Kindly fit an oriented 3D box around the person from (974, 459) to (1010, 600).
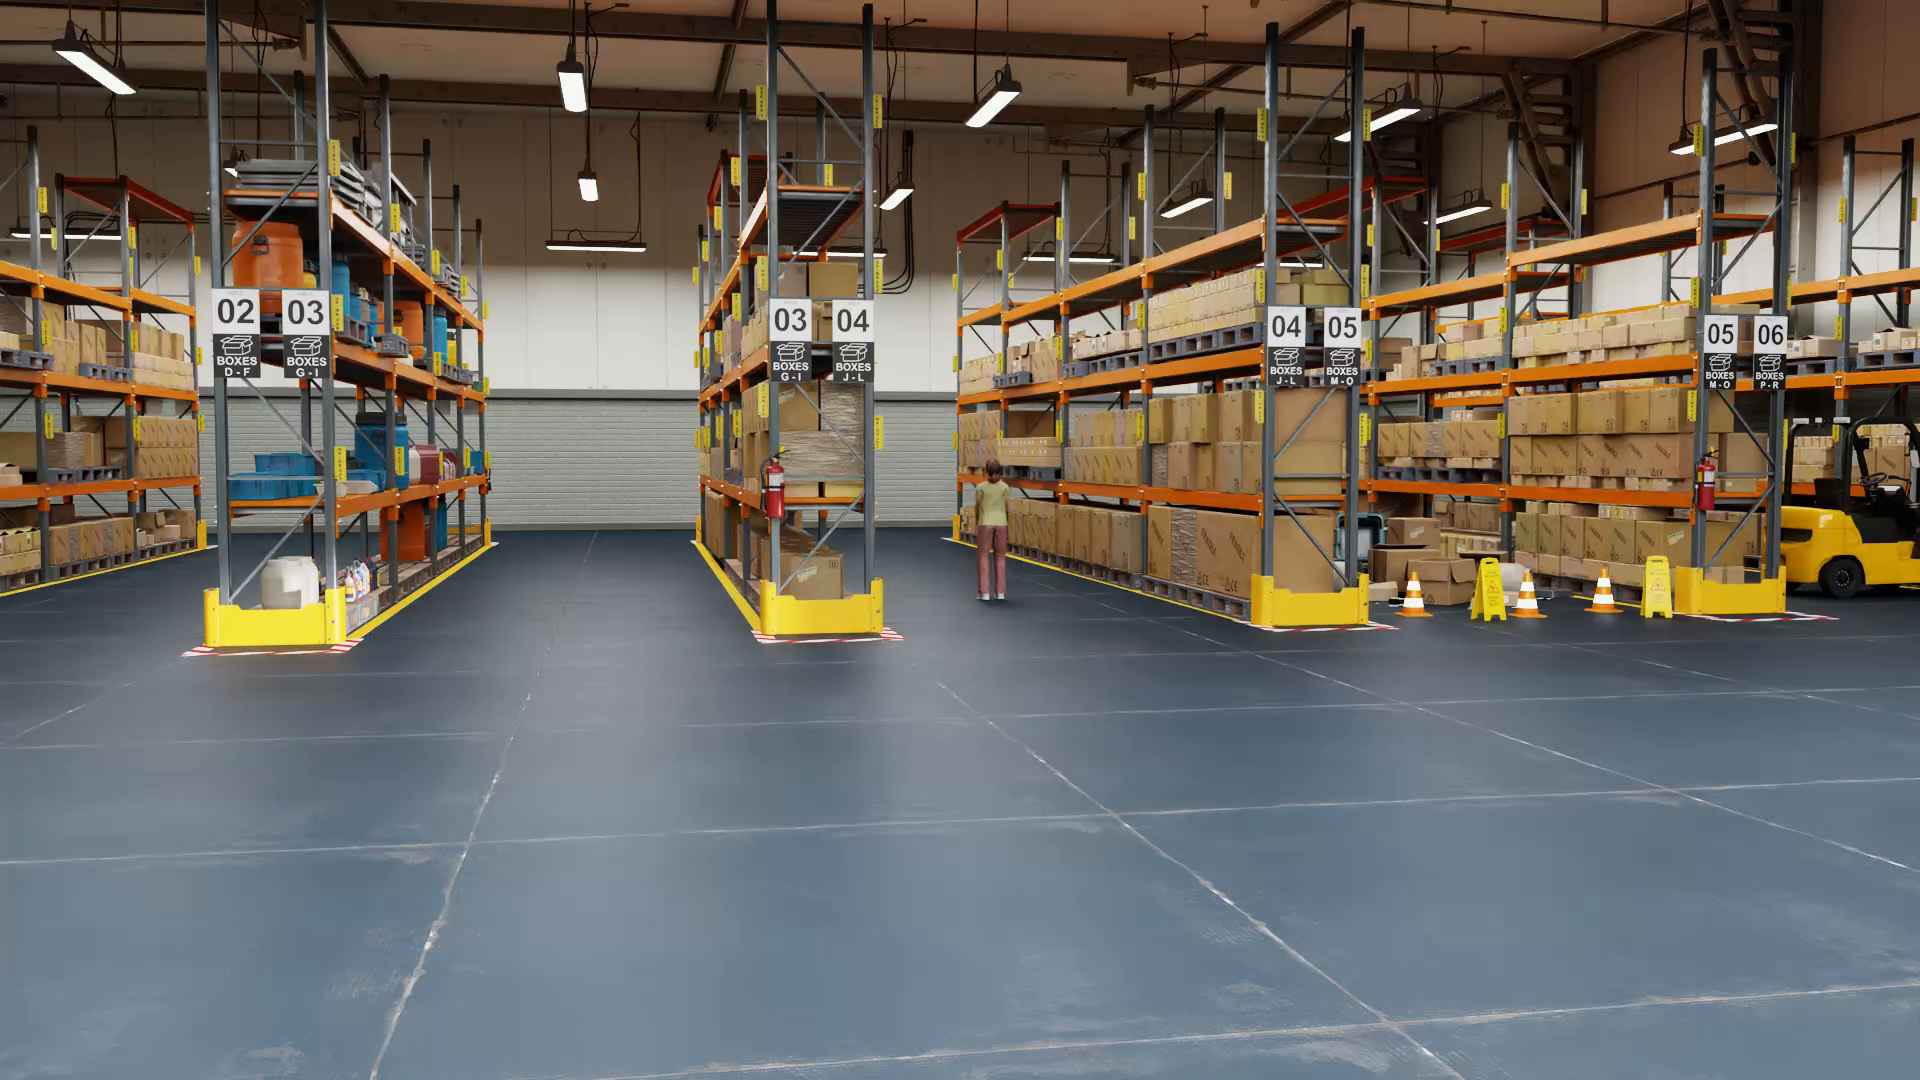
[{"bbox_3d":[0.369,-0.129,19.648,0.425,1.663,0.554,-1,3,-10],"label":"person"}]
